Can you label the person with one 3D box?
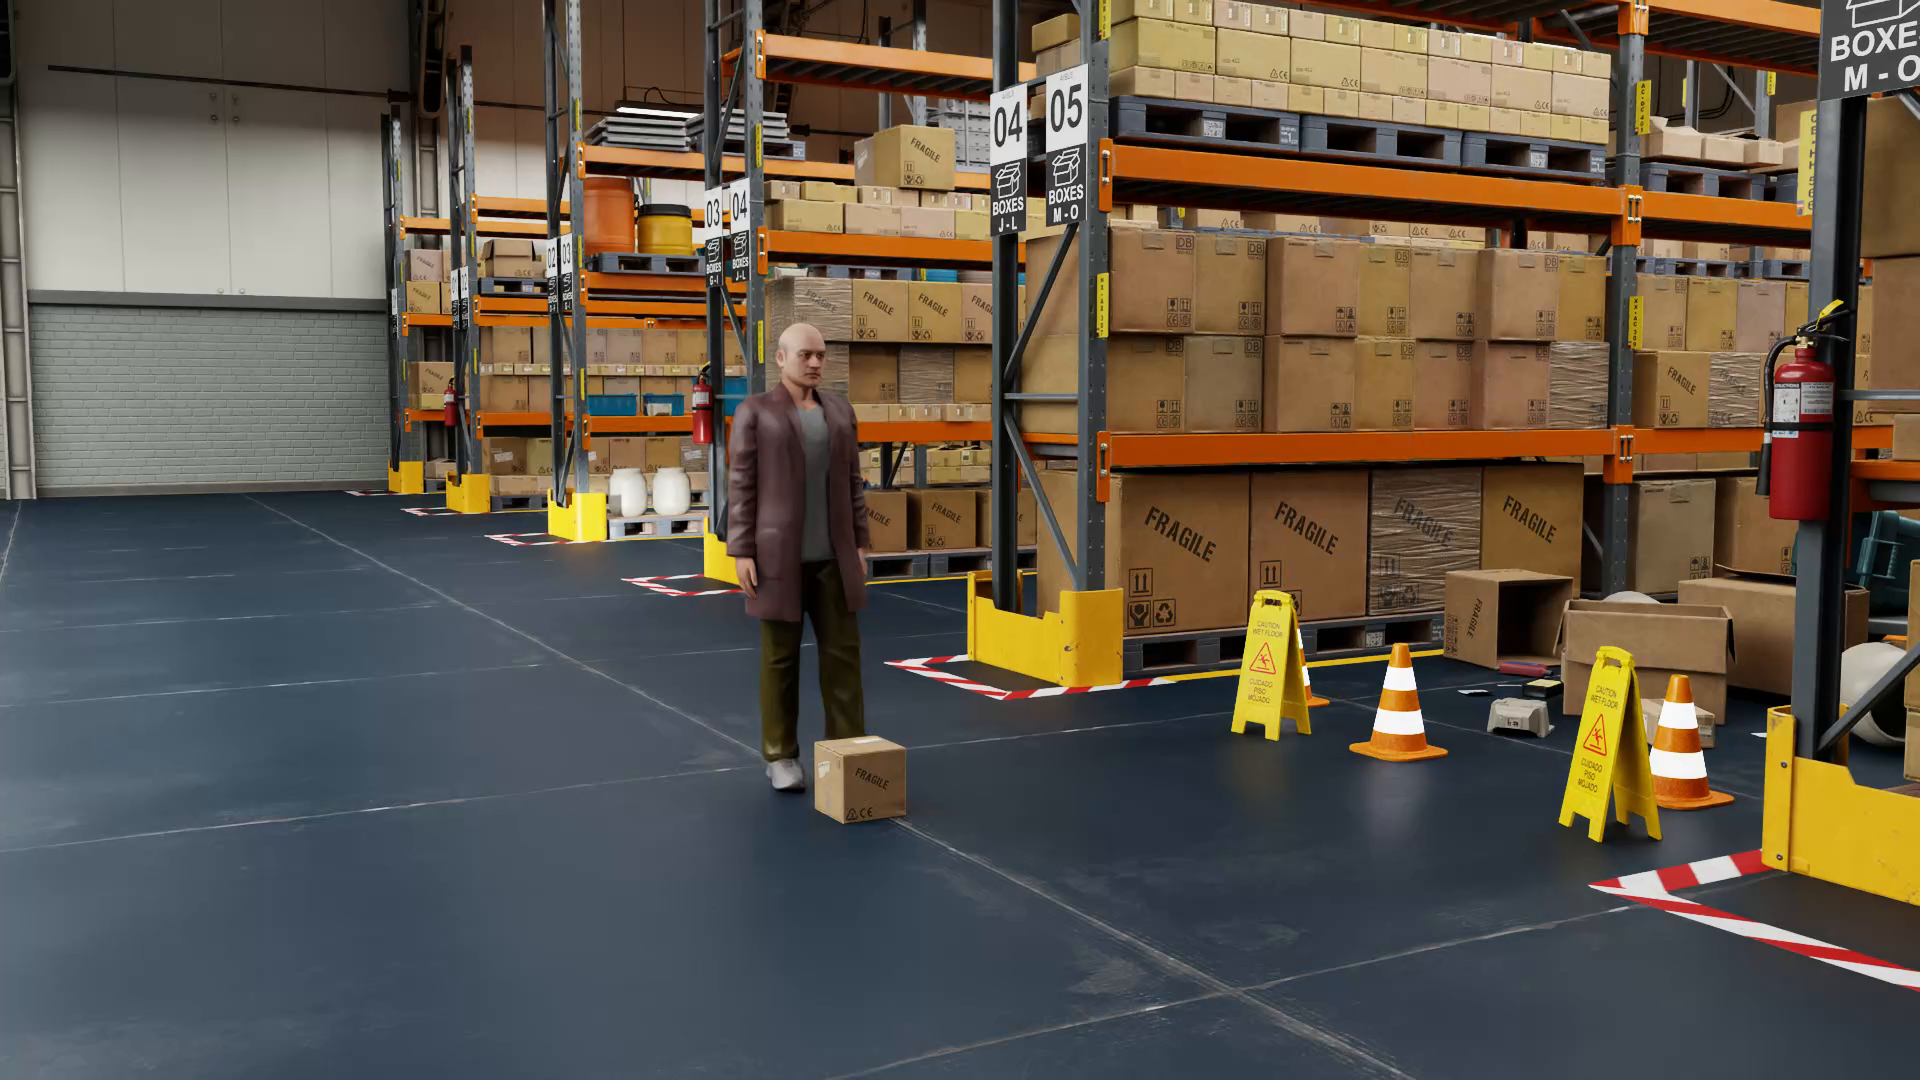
[{"bbox_3d":[-0.573,0.167,6.360,0.611,1.581,0.544,-3,6,-29],"label":"person"}]
